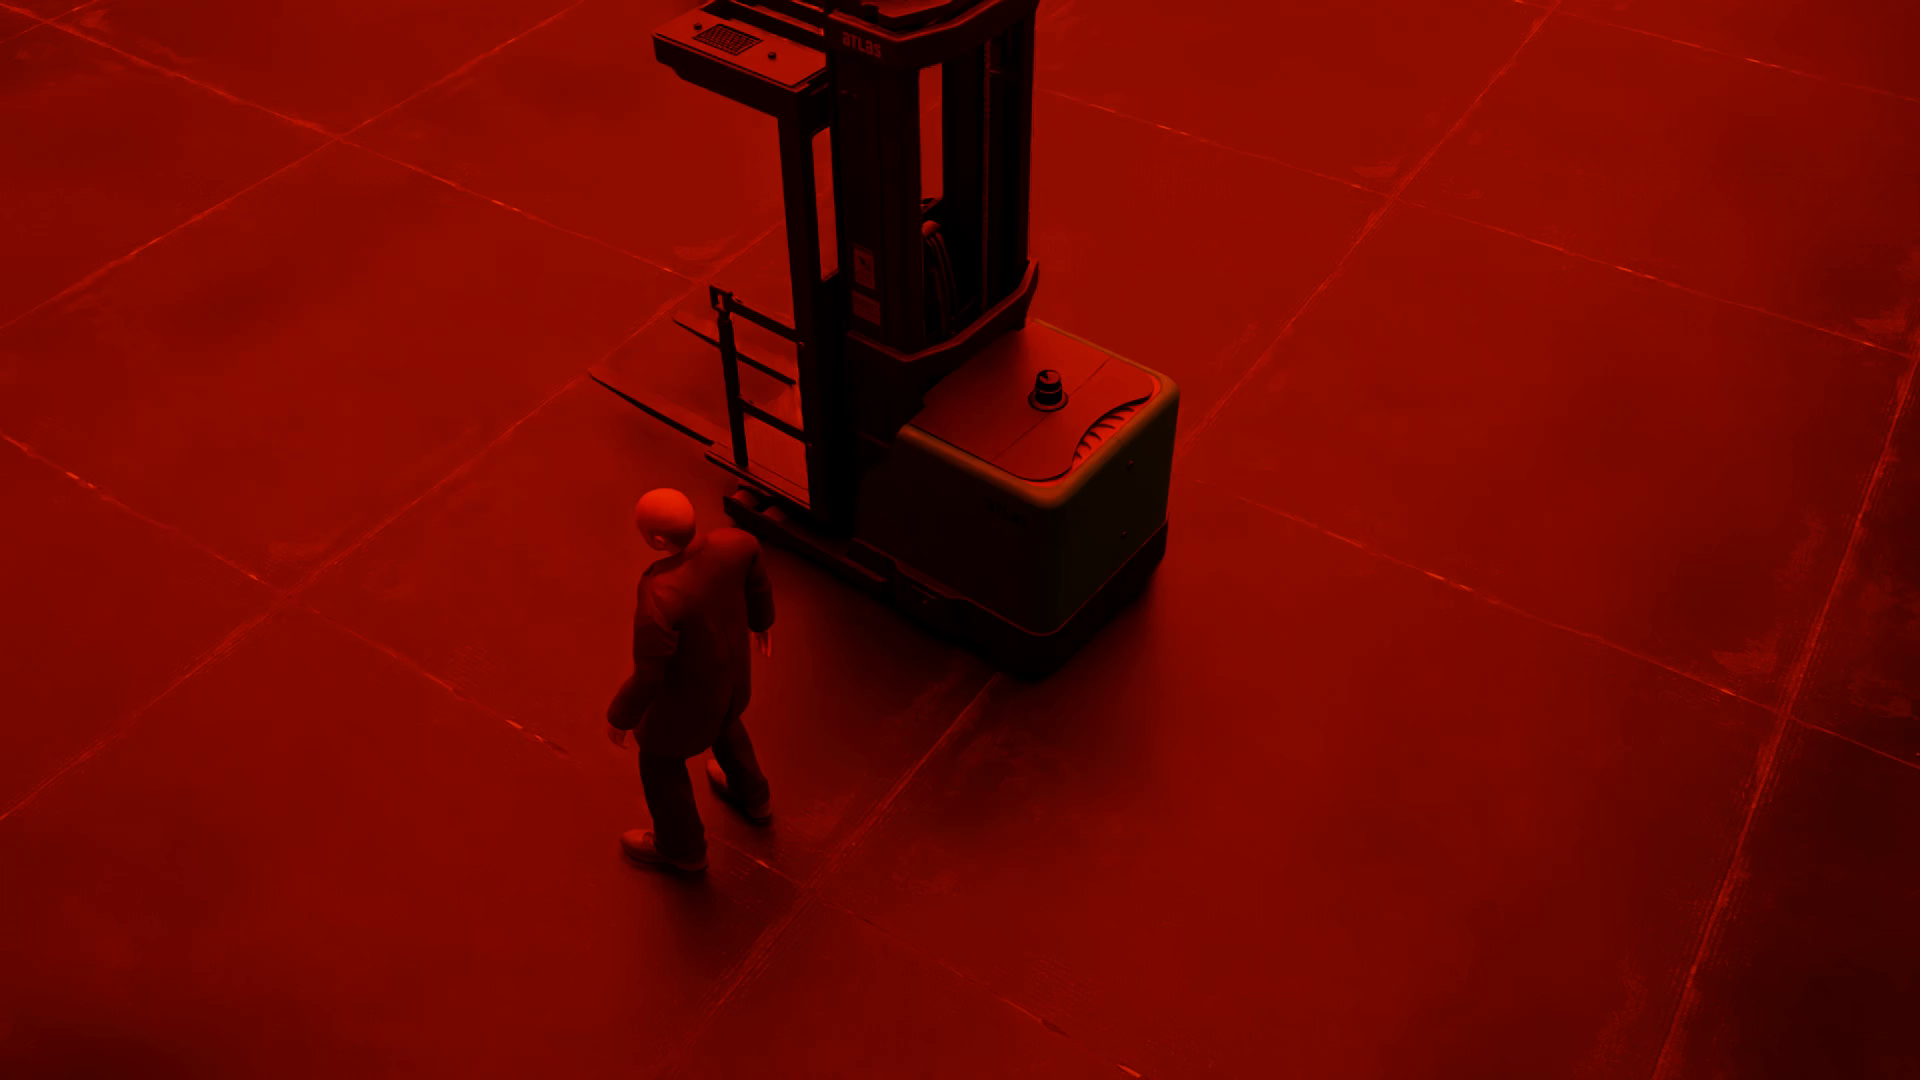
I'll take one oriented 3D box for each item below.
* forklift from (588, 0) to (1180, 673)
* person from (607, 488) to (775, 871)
[{"bbox_3d":[-0.517,-1.319,7.240,3.031,2.935,1.130,28,50,26],"label":"forklift"},{"bbox_3d":[-1.015,0.480,6.195,0.427,1.759,0.799,23,48,23],"label":"person"}]
